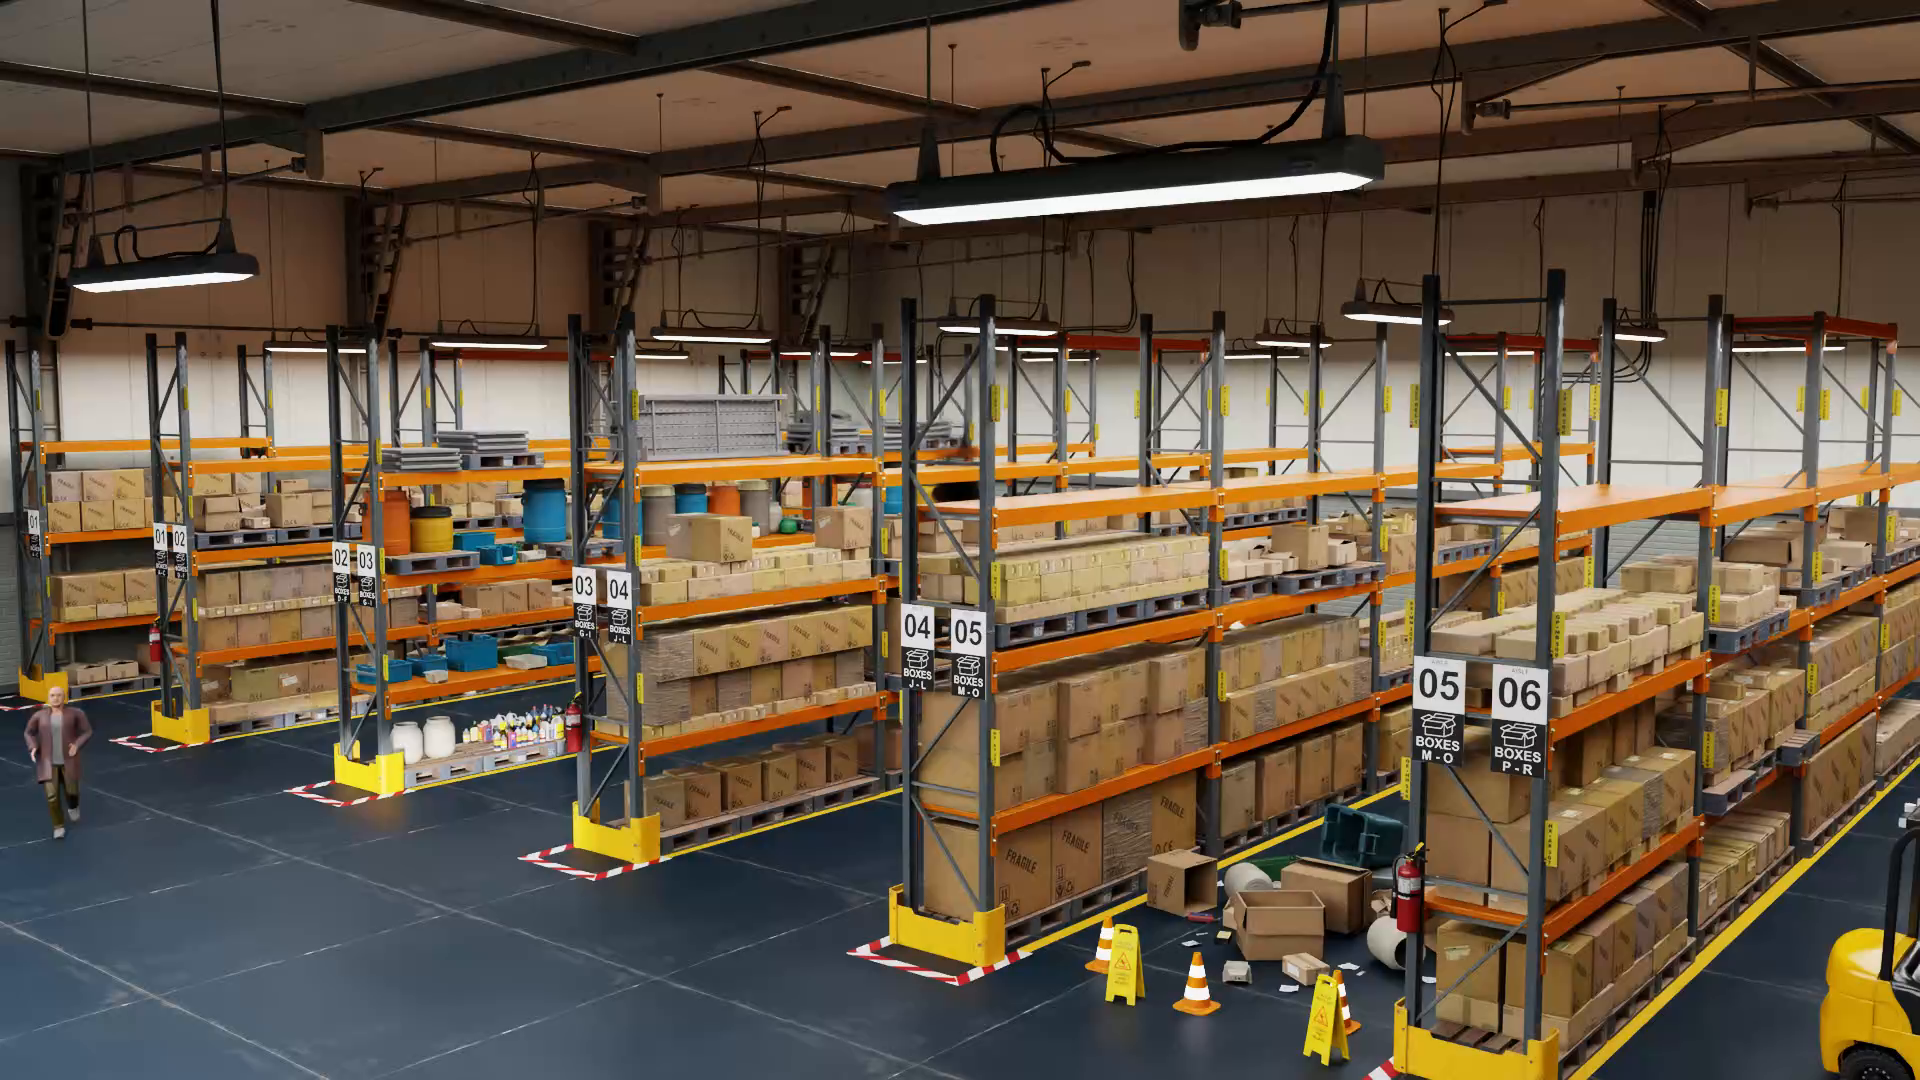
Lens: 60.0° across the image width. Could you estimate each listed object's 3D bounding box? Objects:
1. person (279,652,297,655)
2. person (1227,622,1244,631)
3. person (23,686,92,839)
[{"bbox_3d":[-11.339,1.786,28.158,0.697,1.725,0.677,3,6,28],"label":"person"},{"bbox_3d":[3.736,1.978,22.641,0.671,1.729,0.536,3,6,32],"label":"person"},{"bbox_3d":[-10.490,2.561,19.349,0.713,1.730,0.754,-2,6,-24],"label":"person"}]
